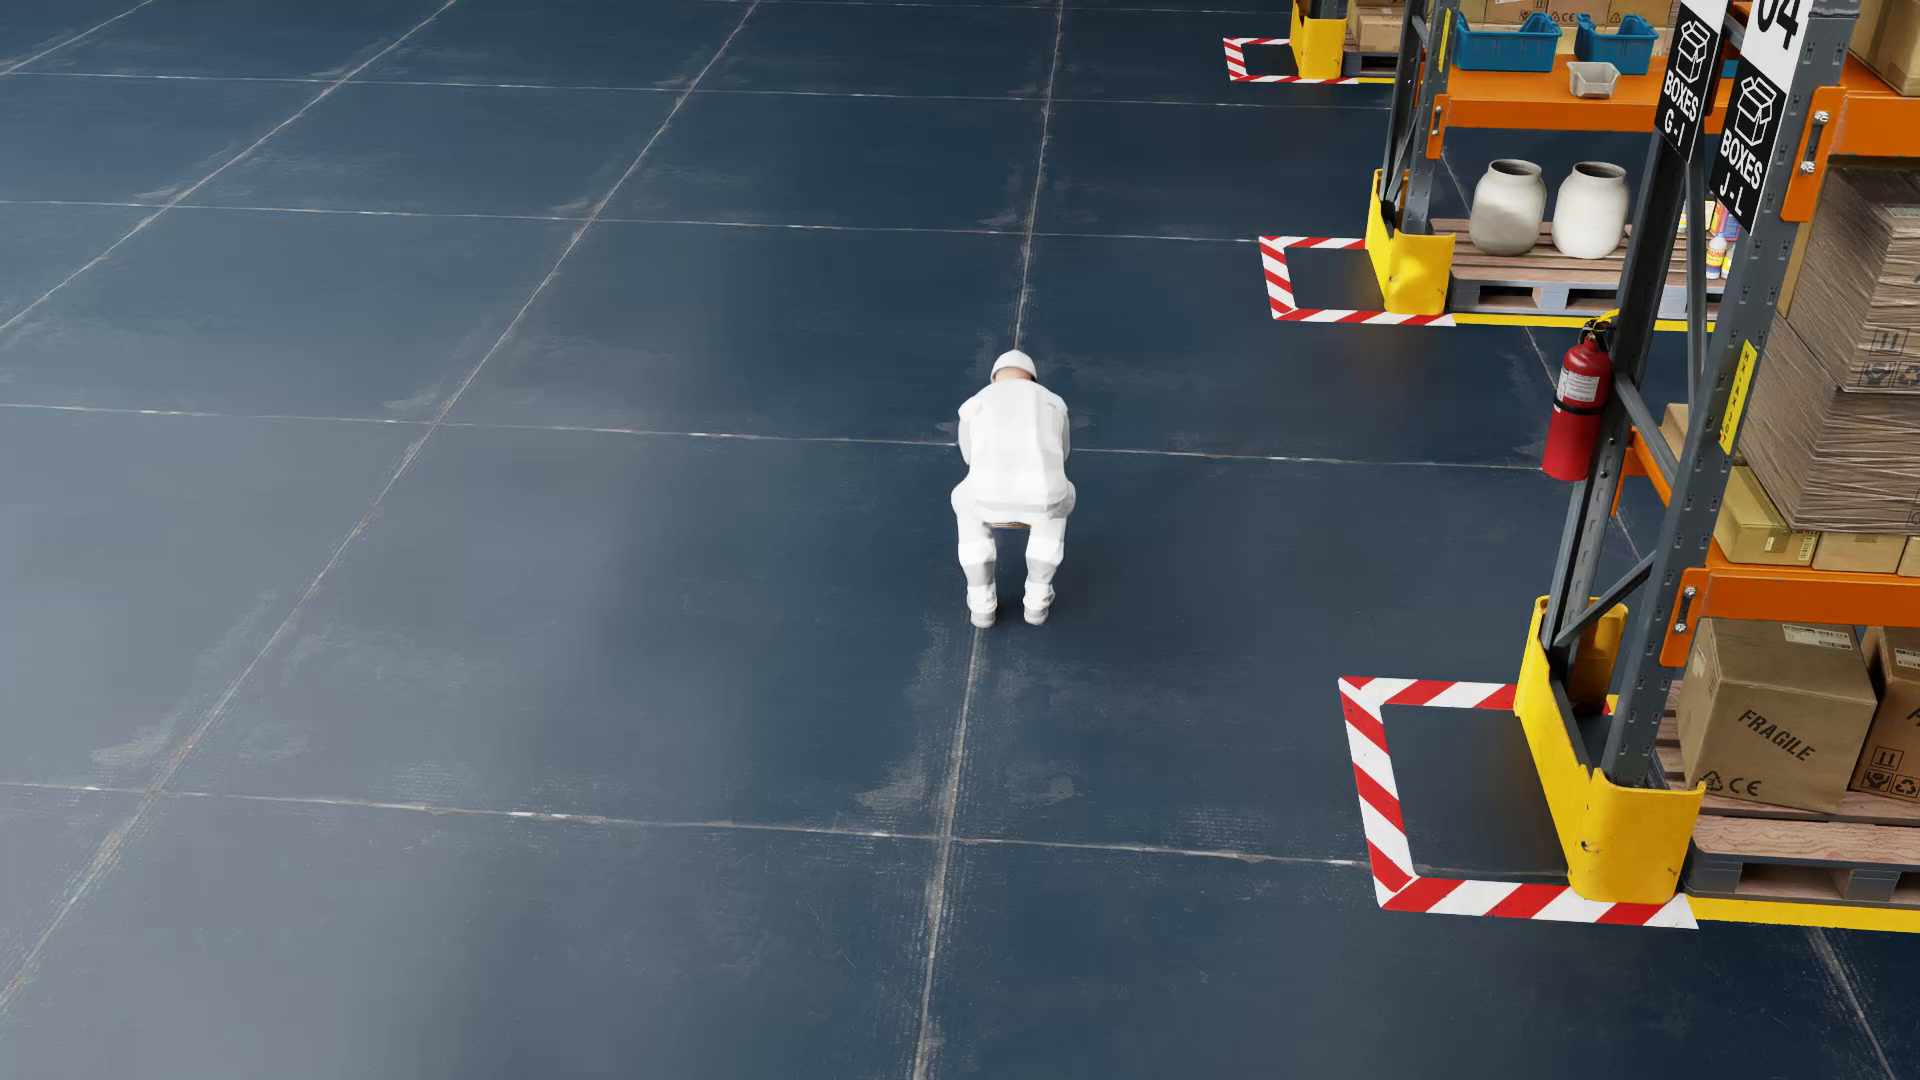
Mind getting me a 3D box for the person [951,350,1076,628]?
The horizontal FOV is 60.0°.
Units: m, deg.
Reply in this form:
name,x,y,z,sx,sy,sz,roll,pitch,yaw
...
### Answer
name,x,y,z,sx,sy,sz,roll,pitch,yaw
person,0.230,-0.197,7.179,0.531,1.004,0.957,1,32,2
